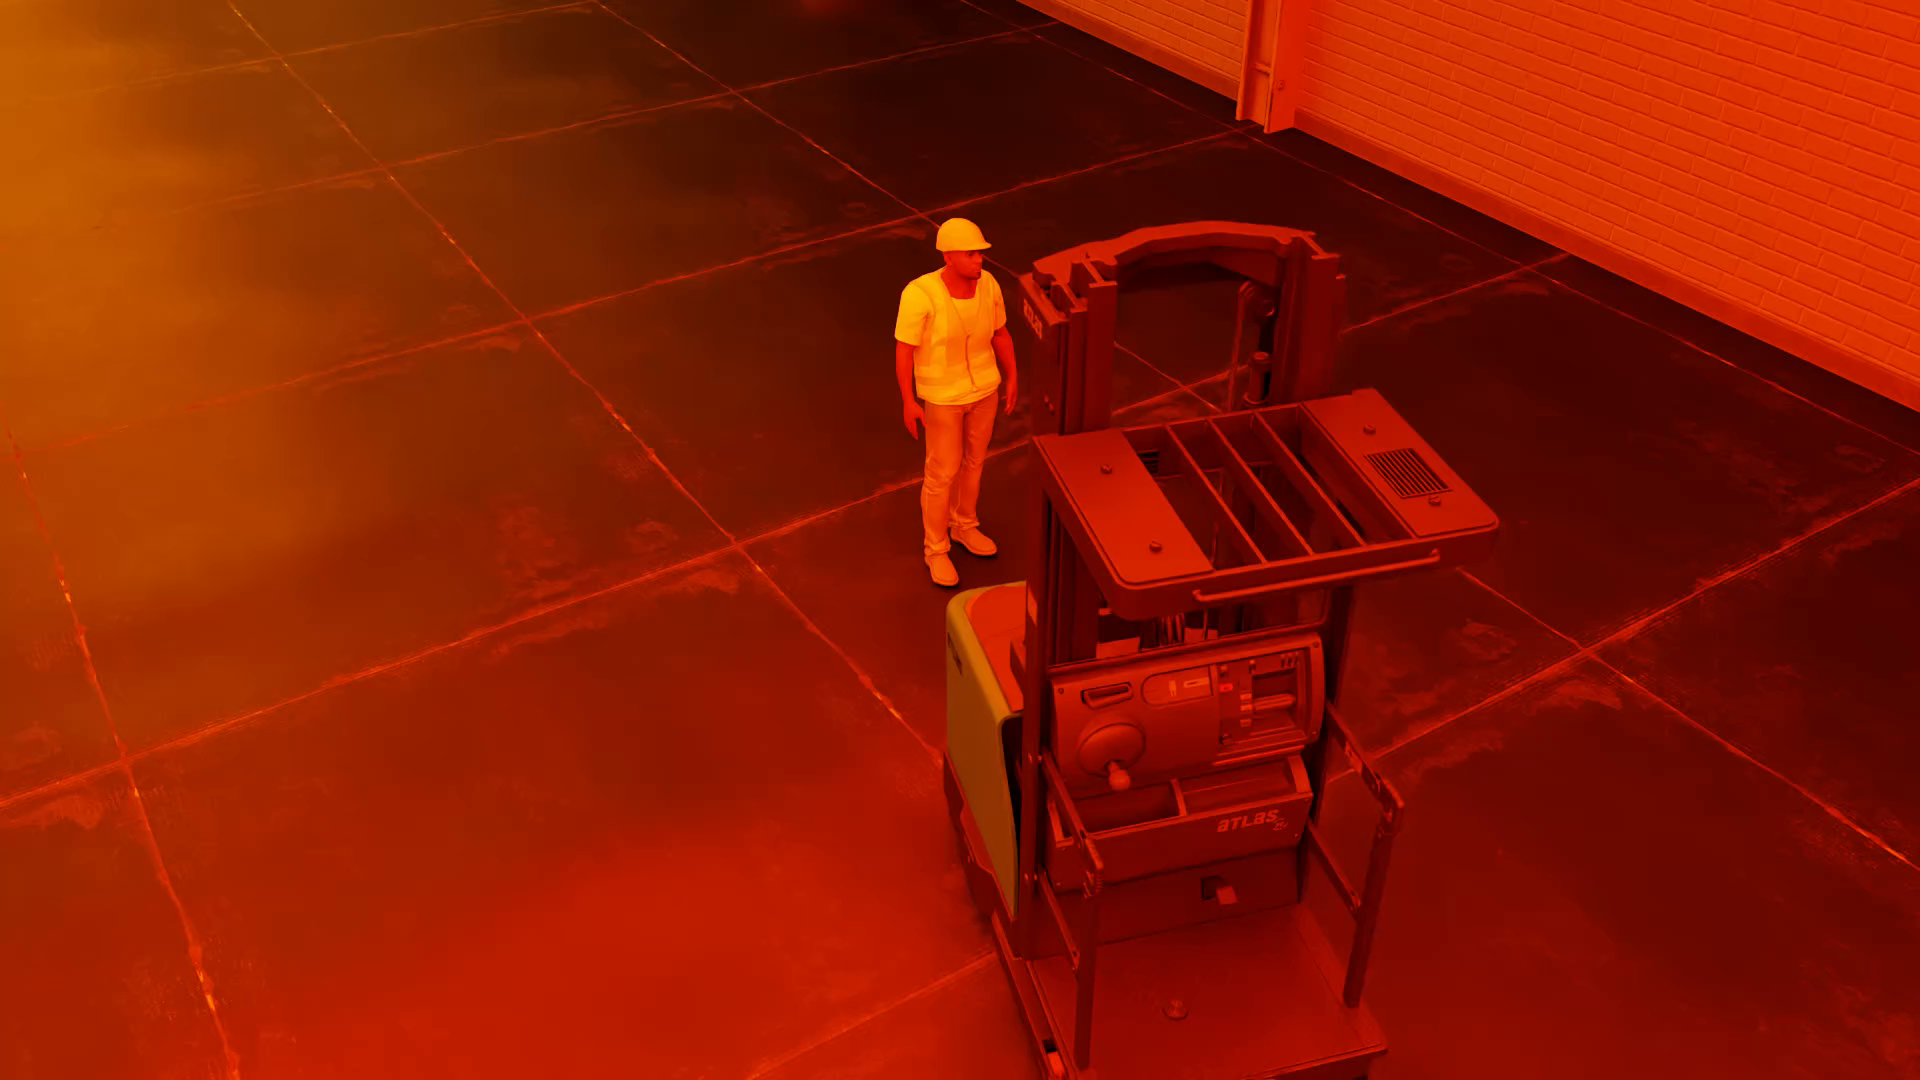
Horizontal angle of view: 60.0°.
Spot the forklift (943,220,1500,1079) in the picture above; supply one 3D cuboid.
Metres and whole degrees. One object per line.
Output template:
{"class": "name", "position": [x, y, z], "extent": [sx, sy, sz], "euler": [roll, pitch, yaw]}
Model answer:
{"class": "forklift", "position": [0.810, 0.629, 5.252], "extent": [1.130, 2.935, 3.031], "euler": [-9, 36, -12]}

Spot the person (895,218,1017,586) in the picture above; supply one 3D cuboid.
{"class": "person", "position": [0.033, -0.693, 8.135], "extent": [0.665, 1.768, 0.575], "euler": [-21, 40, -27]}
